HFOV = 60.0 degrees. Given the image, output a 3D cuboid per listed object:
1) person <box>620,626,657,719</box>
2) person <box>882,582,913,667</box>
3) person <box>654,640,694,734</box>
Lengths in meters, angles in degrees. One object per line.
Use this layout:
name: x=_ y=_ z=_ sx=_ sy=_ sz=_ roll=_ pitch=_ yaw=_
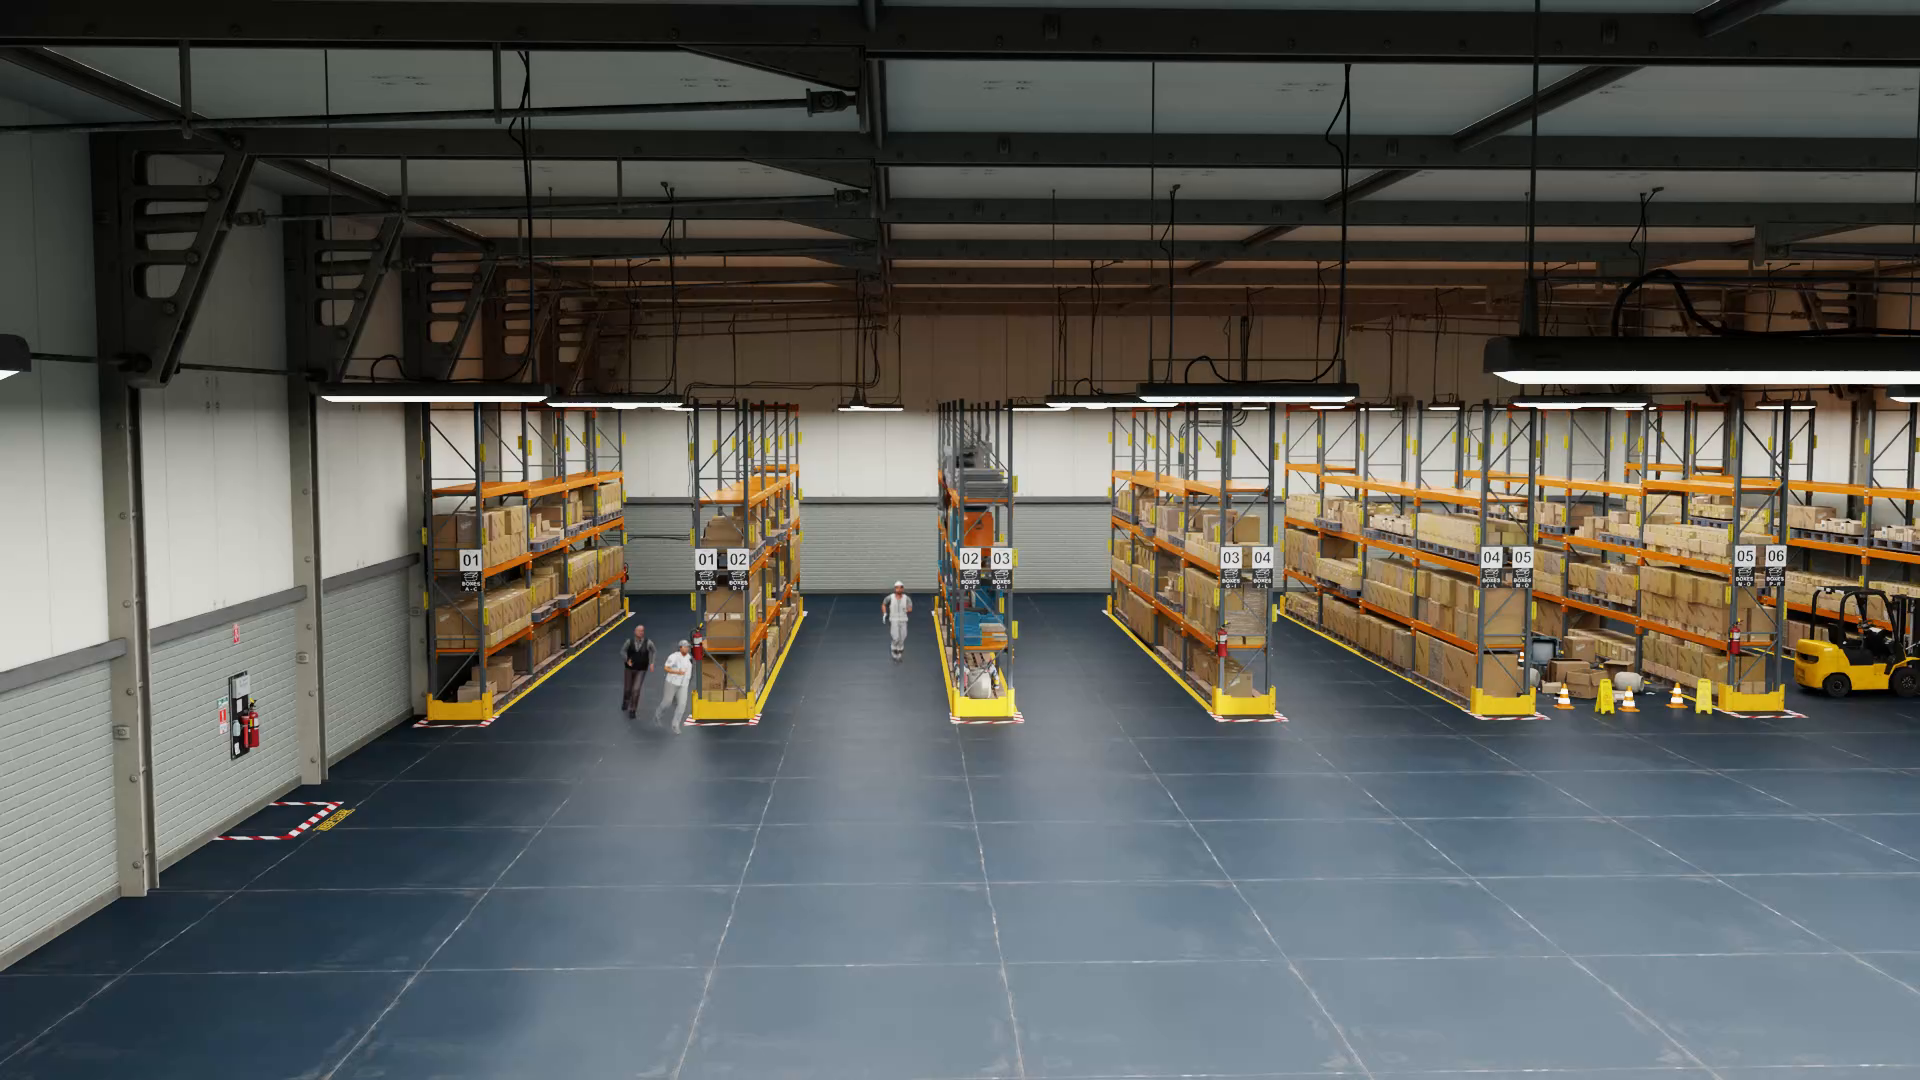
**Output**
person: x=-6.110 y=2.478 z=31.621 sx=0.707 sy=1.716 sz=0.851 roll=-1 pitch=4 yaw=-9
person: x=-1.332 y=1.820 z=36.015 sx=0.641 sy=1.837 sz=0.690 roll=-1 pitch=4 yaw=-13
person: x=-5.098 y=2.629 z=30.097 sx=0.648 sy=1.643 sz=0.879 roll=-3 pitch=5 yaw=-36
